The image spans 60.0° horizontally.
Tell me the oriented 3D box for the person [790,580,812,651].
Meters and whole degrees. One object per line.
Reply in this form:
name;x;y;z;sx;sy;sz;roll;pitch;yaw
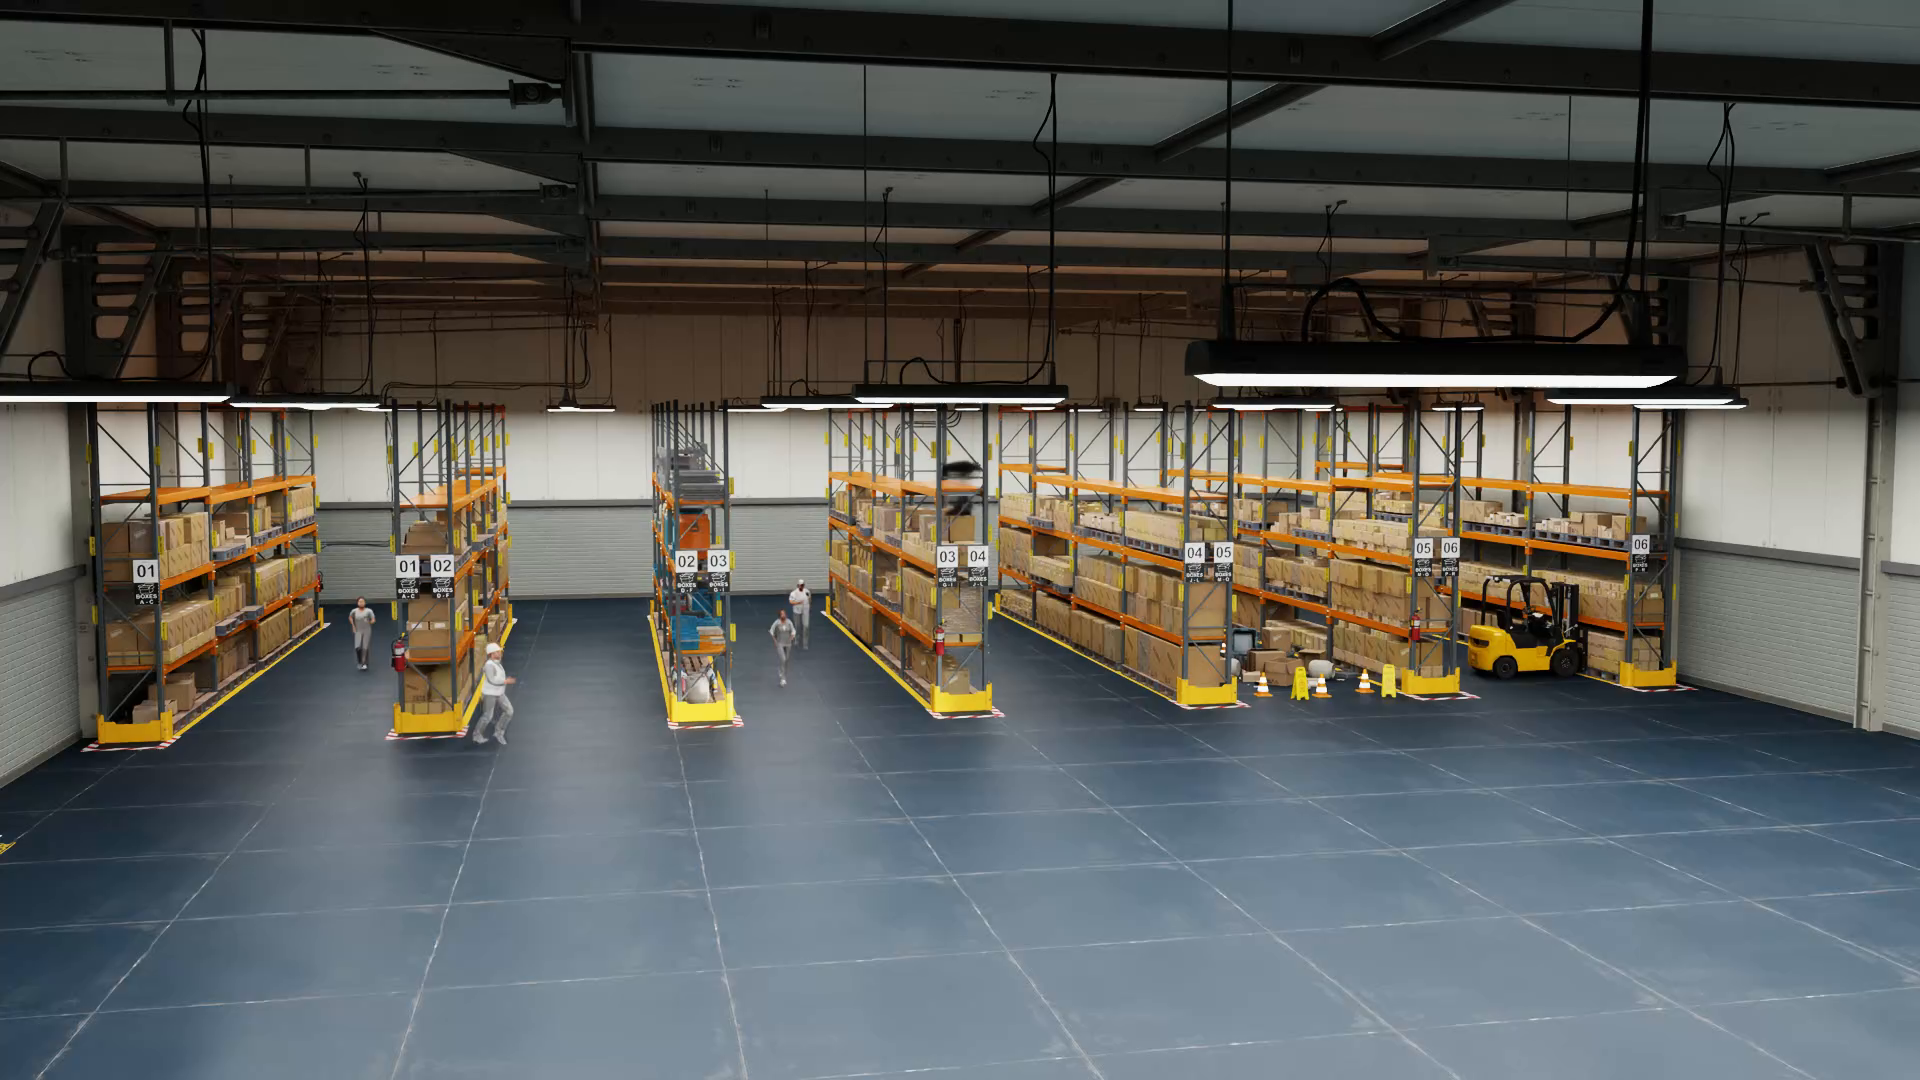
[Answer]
person;-3.903;1.814;40.755;0.576;1.712;0.854;-1;4;-13

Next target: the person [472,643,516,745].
person;-8.047;2.678;28.748;0.814;1.805;0.609;1;4;9

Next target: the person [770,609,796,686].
person;-3.781;2.264;35.454;0.543;1.625;0.735;-1;5;-18

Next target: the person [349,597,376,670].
person;-13.375;2.093;37.188;0.582;1.647;0.644;-1;4;-12
